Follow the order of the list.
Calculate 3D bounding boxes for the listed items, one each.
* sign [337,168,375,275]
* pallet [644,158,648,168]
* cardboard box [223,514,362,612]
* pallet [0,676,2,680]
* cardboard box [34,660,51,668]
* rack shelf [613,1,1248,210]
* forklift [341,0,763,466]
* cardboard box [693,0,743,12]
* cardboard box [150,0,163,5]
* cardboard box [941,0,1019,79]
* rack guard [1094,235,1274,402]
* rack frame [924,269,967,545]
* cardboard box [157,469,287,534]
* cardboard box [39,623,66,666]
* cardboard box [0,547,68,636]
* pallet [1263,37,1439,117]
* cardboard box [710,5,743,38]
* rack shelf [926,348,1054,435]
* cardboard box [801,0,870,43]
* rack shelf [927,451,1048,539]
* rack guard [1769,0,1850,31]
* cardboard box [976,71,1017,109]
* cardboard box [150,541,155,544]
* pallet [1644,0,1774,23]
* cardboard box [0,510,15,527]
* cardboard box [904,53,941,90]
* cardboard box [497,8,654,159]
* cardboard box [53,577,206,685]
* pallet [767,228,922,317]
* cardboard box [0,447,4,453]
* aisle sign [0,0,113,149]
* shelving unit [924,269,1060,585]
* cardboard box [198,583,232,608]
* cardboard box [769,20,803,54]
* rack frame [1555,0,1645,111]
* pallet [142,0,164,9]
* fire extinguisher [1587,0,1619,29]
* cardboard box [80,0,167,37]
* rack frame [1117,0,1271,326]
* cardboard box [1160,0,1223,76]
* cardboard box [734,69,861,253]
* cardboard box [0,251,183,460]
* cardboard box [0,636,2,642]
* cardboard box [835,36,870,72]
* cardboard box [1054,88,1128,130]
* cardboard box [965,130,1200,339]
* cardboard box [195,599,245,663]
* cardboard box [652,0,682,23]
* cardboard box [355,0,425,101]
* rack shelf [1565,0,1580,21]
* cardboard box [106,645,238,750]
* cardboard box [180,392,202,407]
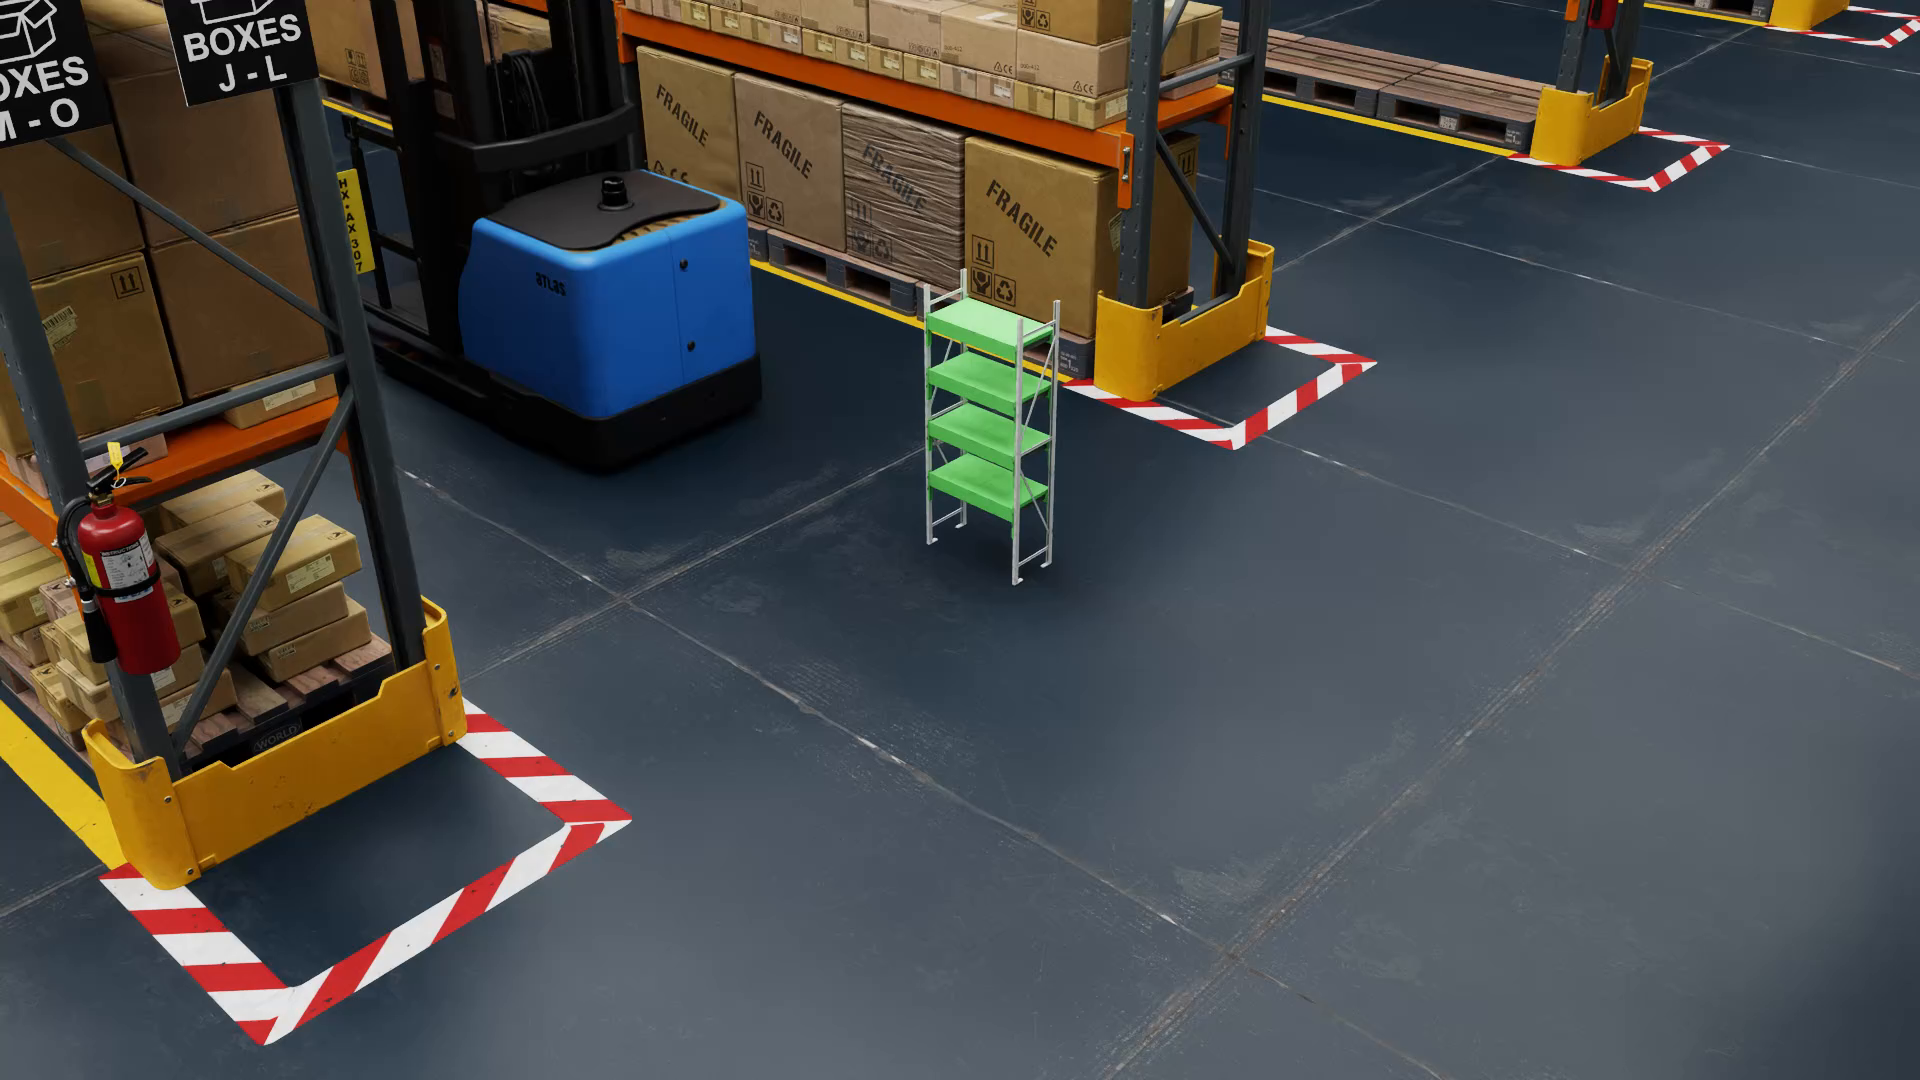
[{"bbox_3d":[-1.875,-0.975,5.121,0.005,0.325,0.100,25,39,35],"label":"sign"},{"bbox_3d":[-2.424,-2.686,11.507,1.213,0.211,1.003,25,39,35],"label":"pallet"},{"bbox_3d":[-2.400,0.079,5.990,0.250,0.149,0.380,23,38,33],"label":"cardboard box"},{"bbox_3d":[-3.774,0.055,6.953,1.213,0.211,1.003,25,39,35],"label":"pallet"},{"bbox_3d":[-3.166,0.368,6.087,0.250,0.149,0.380,25,39,35],"label":"cardboard box"},{"bbox_3d":[-0.319,-2.642,9.428,4.000,0.370,1.077,25,39,35],"label":"rack shelf"},{"bbox_3d":[-2.416,-2.238,8.125,3.031,2.935,1.130,25,39,35],"label":"forklift"},{"bbox_3d":[-1.264,-3.269,9.628,0.500,0.250,0.500,25,39,35],"label":"cardboard box"},{"bbox_3d":[-6.951,-5.135,14.869,0.500,0.500,0.700,25,39,35],"label":"cardboard box"},{"bbox_3d":[0.251,-2.563,8.456,0.500,0.250,0.500,24,39,34],"label":"cardboard box"},{"bbox_3d":[1.182,-1.179,8.723,0.348,0.500,1.175,25,39,35],"label":"rack guard"},{"bbox_3d":[-0.058,-0.541,6.986,0.015,1.200,0.240,25,39,35],"label":"rack frame"},{"bbox_3d":[-2.785,-0.106,6.299,0.250,0.149,0.380,25,39,35],"label":"cardboard box"},{"bbox_3d":[-2.980,0.333,5.857,0.250,0.149,0.380,24,38,34],"label":"cardboard box"},{"bbox_3d":[-3.227,0.154,5.866,0.250,0.149,0.380,24,39,34],"label":"cardboard box"},{"bbox_3d":[3.002,-3.680,13.158,1.213,0.211,1.003,25,39,35],"label":"pallet"},{"bbox_3d":[-1.219,-3.033,9.623,0.250,0.149,0.380,24,38,34],"label":"cardboard box"},{"bbox_3d":[0.123,-0.608,6.755,0.480,0.148,0.258,25,39,35],"label":"rack shelf"},{"bbox_3d":[-0.515,-2.918,9.045,0.500,0.250,0.500,25,39,35],"label":"cardboard box"},{"bbox_3d":[0.123,-0.196,7.002,0.480,0.148,0.258,25,39,35],"label":"rack shelf"},{"bbox_3d":[7.758,-5.000,15.071,0.348,0.500,1.175,25,39,35],"label":"rack guard"},{"bbox_3d":[0.299,-2.325,8.447,0.250,0.149,0.380,25,39,35],"label":"cardboard box"},{"bbox_3d":[-2.979,-0.059,6.508,0.250,0.149,0.380,26,40,36],"label":"cardboard box"},{"bbox_3d":[7.166,-5.152,15.603,1.213,0.211,1.003,25,39,35],"label":"pallet"},{"bbox_3d":[-3.613,-0.031,6.174,0.250,0.149,0.380,27,40,37],"label":"cardboard box"},{"bbox_3d":[-0.079,-2.500,8.739,0.250,0.149,0.380,24,39,34],"label":"cardboard box"},{"bbox_3d":[-2.289,-3.126,11.187,0.875,0.875,1.225,25,39,35],"label":"cardboard box"},{"bbox_3d":[-2.802,0.304,5.617,0.250,0.149,0.380,26,39,36],"label":"cardboard box"},{"bbox_3d":[-0.381,-1.732,9.923,1.213,0.211,1.003,25,39,35],"label":"pallet"},{"bbox_3d":[-2.830,-0.394,5.239,0.250,0.149,0.380,25,39,35],"label":"cardboard box"},{"bbox_3d":[-2.386,-1.370,4.097,0.004,0.787,0.394,25,39,35],"label":"aisle sign"},{"bbox_3d":[0.123,-0.457,6.845,0.503,1.200,0.258,25,39,35],"label":"shelving unit"},{"bbox_3d":[-2.620,0.122,6.207,0.250,0.149,0.380,25,39,35],"label":"cardboard box"},{"bbox_3d":[-0.844,-2.857,9.330,0.250,0.149,0.380,26,39,36],"label":"cardboard box"},{"bbox_3d":[4.488,-4.152,11.238,0.127,3.000,1.000,25,39,35],"label":"rack frame"},{"bbox_3d":[-7.155,-4.947,15.263,1.213,0.211,1.003,25,39,35],"label":"pallet"},{"bbox_3d":[4.295,-3.733,10.979,0.183,0.674,0.296,25,39,35],"label":"fire extinguisher"},{"bbox_3d":[-2.772,-1.424,5.352,0.500,0.500,0.500,26,40,36],"label":"cardboard box"},{"bbox_3d":[1.164,-2.258,8.092,0.127,3.000,1.000,25,39,35],"label":"rack frame"},{"bbox_3d":[0.989,-2.590,8.502,0.500,0.250,0.500,24,38,34],"label":"cardboard box"},{"bbox_3d":[-0.699,-2.341,9.884,0.875,0.875,0.875,25,39,35],"label":"cardboard box"},{"bbox_3d":[-2.745,-0.624,4.992,0.500,0.500,0.500,26,40,36],"label":"cardboard box"},{"bbox_3d":[-3.589,0.224,6.327,0.250,0.149,0.380,23,38,33],"label":"cardboard box"},{"bbox_3d":[-0.454,-2.677,9.031,0.250,0.149,0.380,26,40,36],"label":"cardboard box"},{"bbox_3d":[0.679,-2.148,8.153,0.250,0.149,0.380,26,40,36],"label":"cardboard box"},{"bbox_3d":[0.636,-1.718,8.849,0.875,0.875,0.875,25,39,35],"label":"cardboard box"},{"bbox_3d":[-2.662,0.282,6.230,0.250,0.149,0.380,25,39,35],"label":"cardboard box"},{"bbox_3d":[-1.611,-3.214,9.924,0.250,0.149,0.380,24,38,34],"label":"cardboard box"},{"bbox_3d":[-3.614,-3.738,12.204,0.875,0.875,1.225,25,39,35],"label":"cardboard box"},{"bbox_3d":[3.005,-4.536,12.574,4.000,0.370,1.077,25,39,35],"label":"rack shelf"},{"bbox_3d":[-2.769,0.543,5.797,0.250,0.149,0.380,26,40,36],"label":"cardboard box"},{"bbox_3d":[-2.476,-0.598,5.579,0.250,0.149,0.380,27,40,37],"label":"cardboard box"}]
